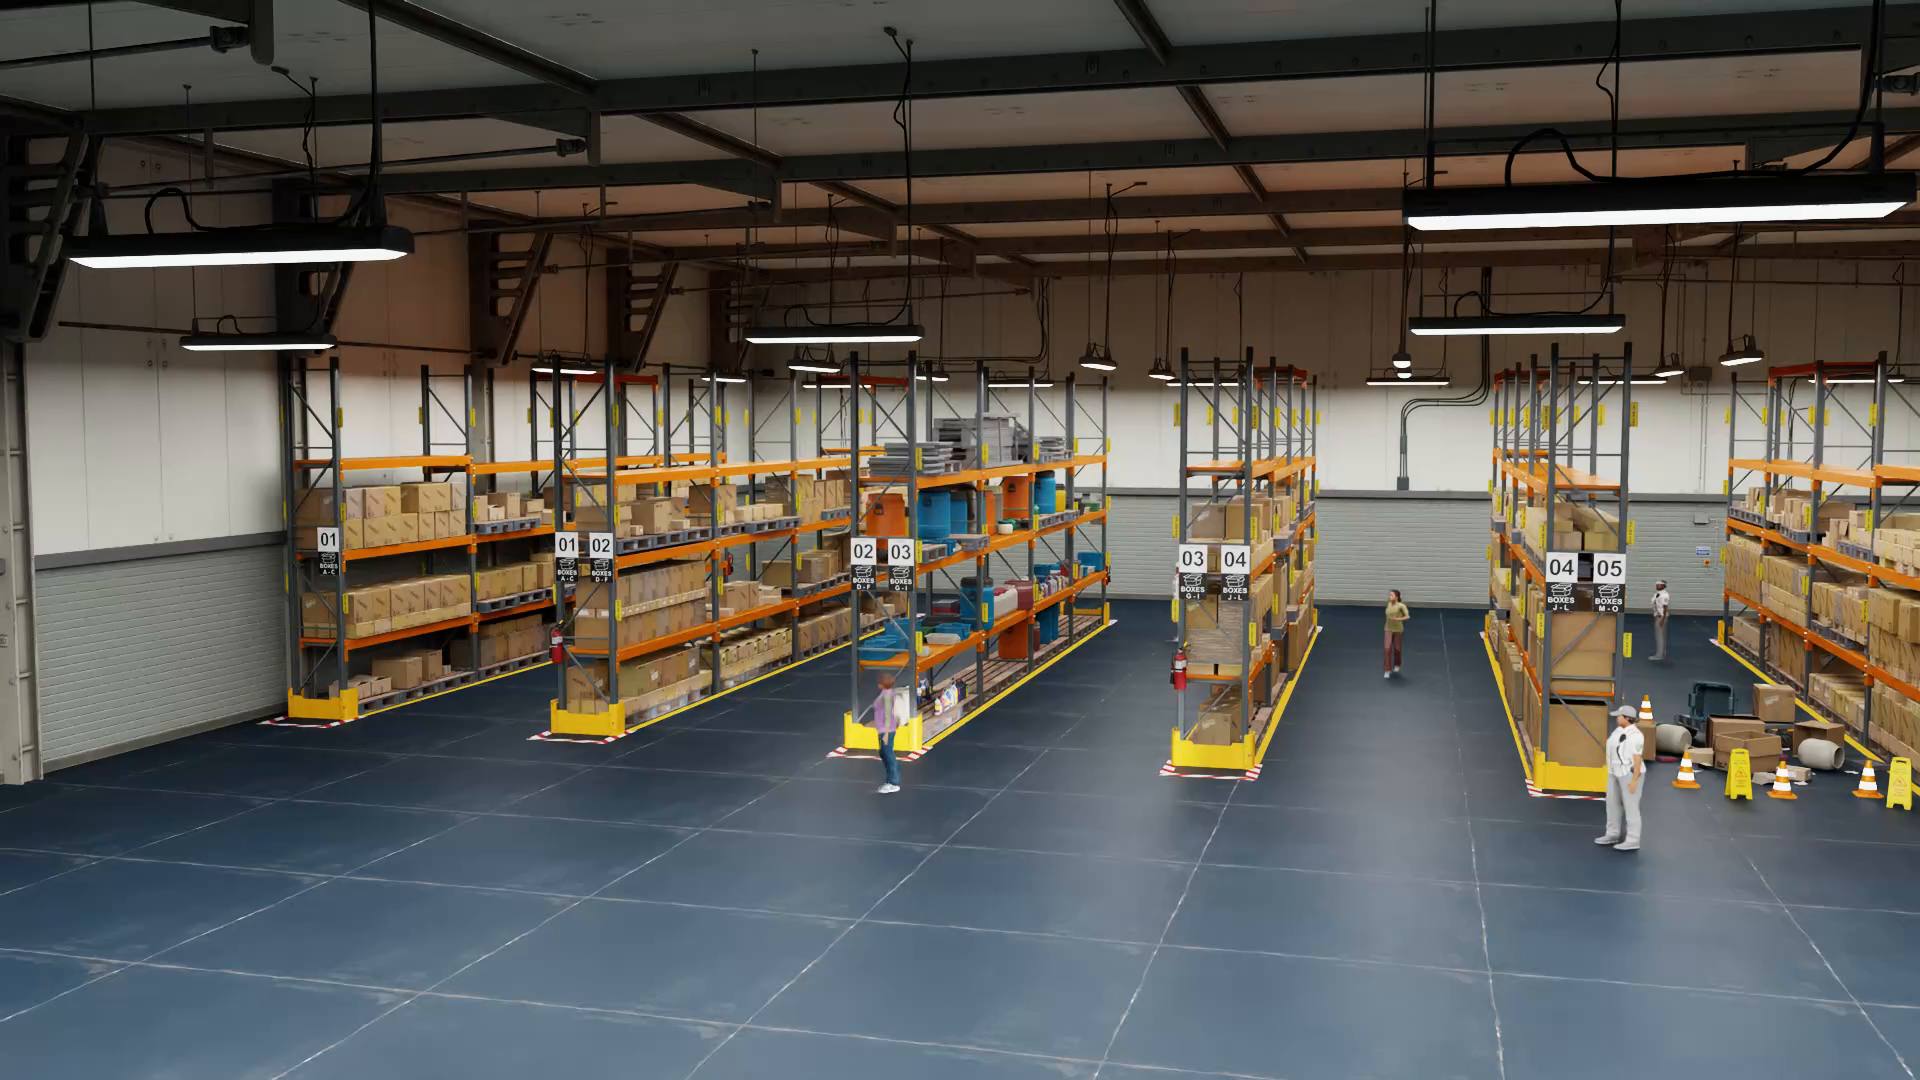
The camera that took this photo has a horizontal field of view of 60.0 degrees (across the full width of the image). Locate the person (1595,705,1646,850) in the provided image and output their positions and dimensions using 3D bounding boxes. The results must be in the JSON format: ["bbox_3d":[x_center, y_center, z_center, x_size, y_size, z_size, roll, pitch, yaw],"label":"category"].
[{"bbox_3d":[7.707,2.743,19.331,0.433,1.664,0.534,-1,4,-18],"label":"person"}]

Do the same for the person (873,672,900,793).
[{"bbox_3d":[-0.985,2.577,22.233,0.355,1.628,0.530,-1,4,-11],"label":"person"}]

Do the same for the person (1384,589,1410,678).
[{"bbox_3d":[8.483,1.804,32.286,0.485,1.707,0.833,1,4,19],"label":"person"}]

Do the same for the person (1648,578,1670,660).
[{"bbox_3d":[14.541,1.632,34.569,0.378,1.688,0.506,2,5,22],"label":"person"}]

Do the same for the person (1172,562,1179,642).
[{"bbox_3d":[4.927,1.371,37.150,0.367,1.787,0.586,-1,4,-8],"label":"person"}]
